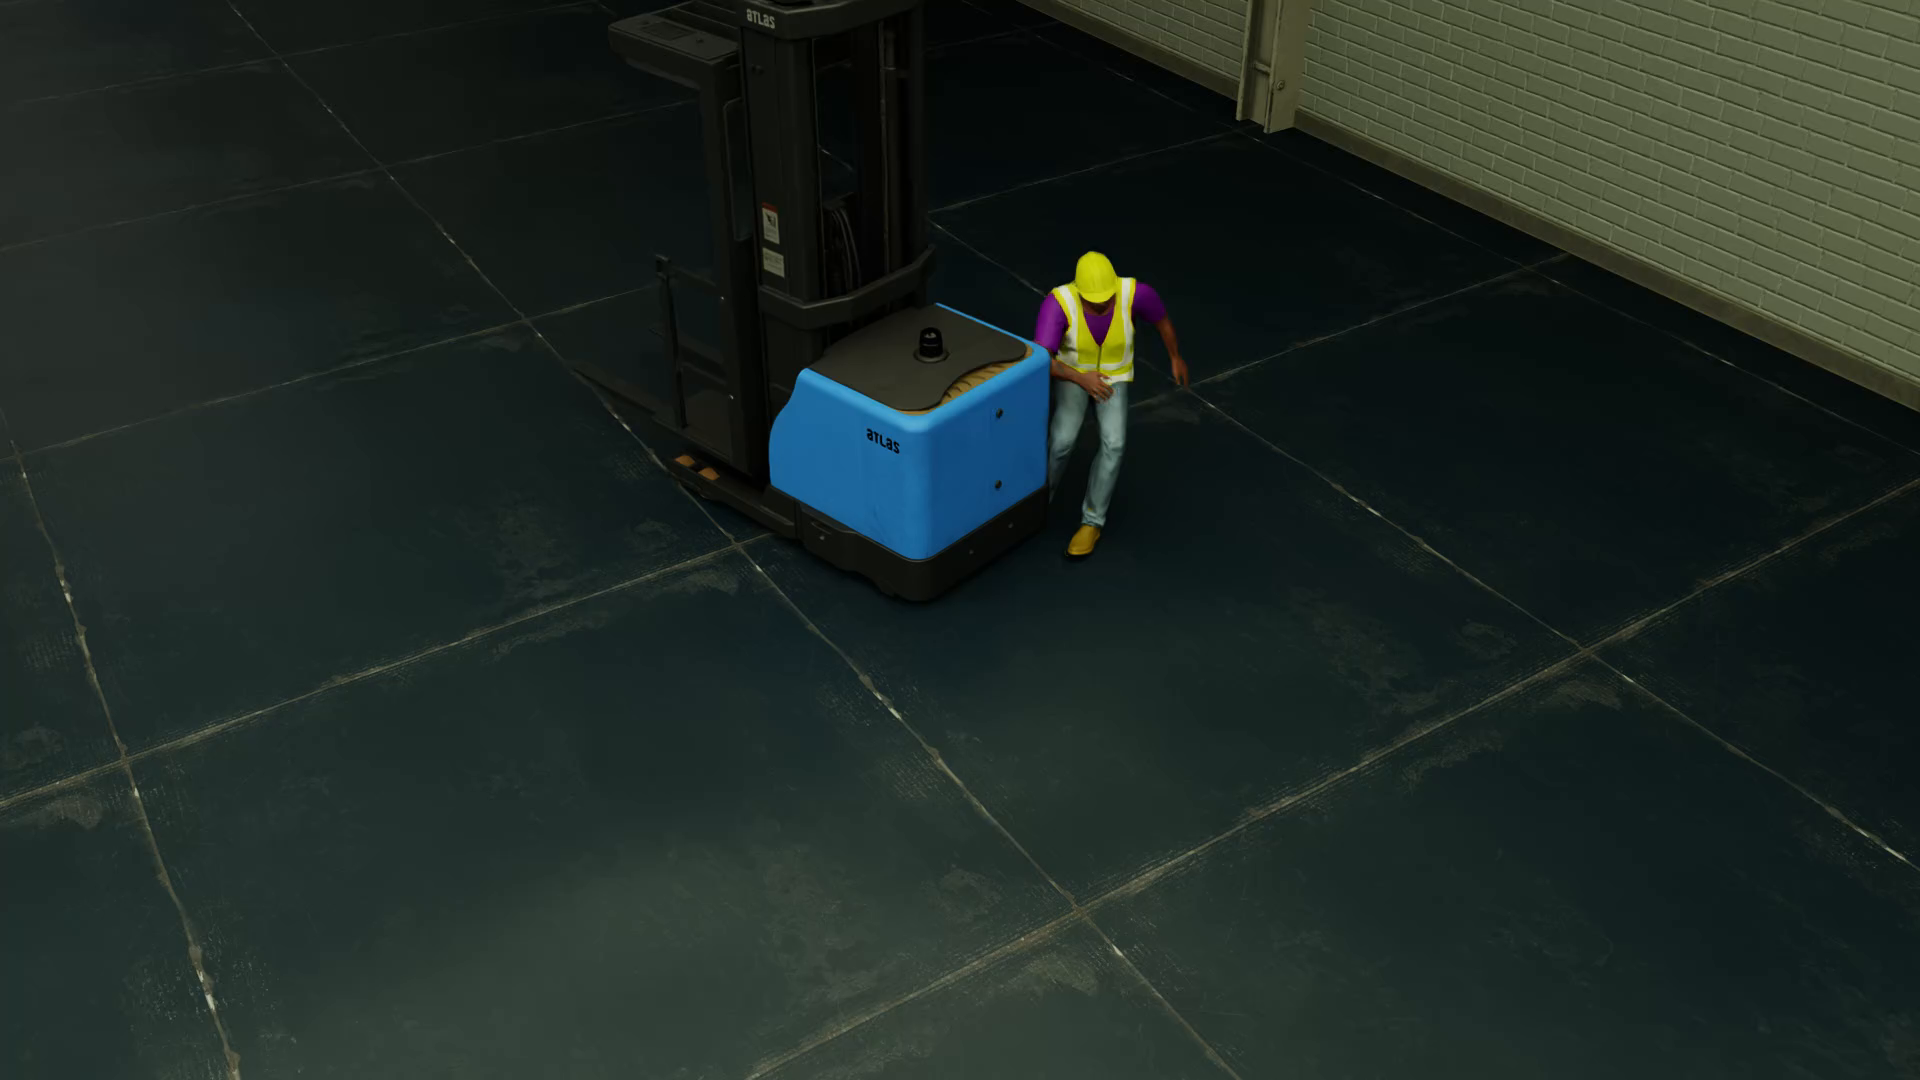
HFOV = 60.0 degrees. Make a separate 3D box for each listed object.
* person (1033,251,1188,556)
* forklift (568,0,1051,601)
[{"bbox_3d":[0.765,-0.731,8.512,0.937,1.525,0.929,-2,35,-3],"label":"person"},{"bbox_3d":[-0.968,-1.622,8.456,3.031,2.935,1.130,27,43,33],"label":"forklift"}]
